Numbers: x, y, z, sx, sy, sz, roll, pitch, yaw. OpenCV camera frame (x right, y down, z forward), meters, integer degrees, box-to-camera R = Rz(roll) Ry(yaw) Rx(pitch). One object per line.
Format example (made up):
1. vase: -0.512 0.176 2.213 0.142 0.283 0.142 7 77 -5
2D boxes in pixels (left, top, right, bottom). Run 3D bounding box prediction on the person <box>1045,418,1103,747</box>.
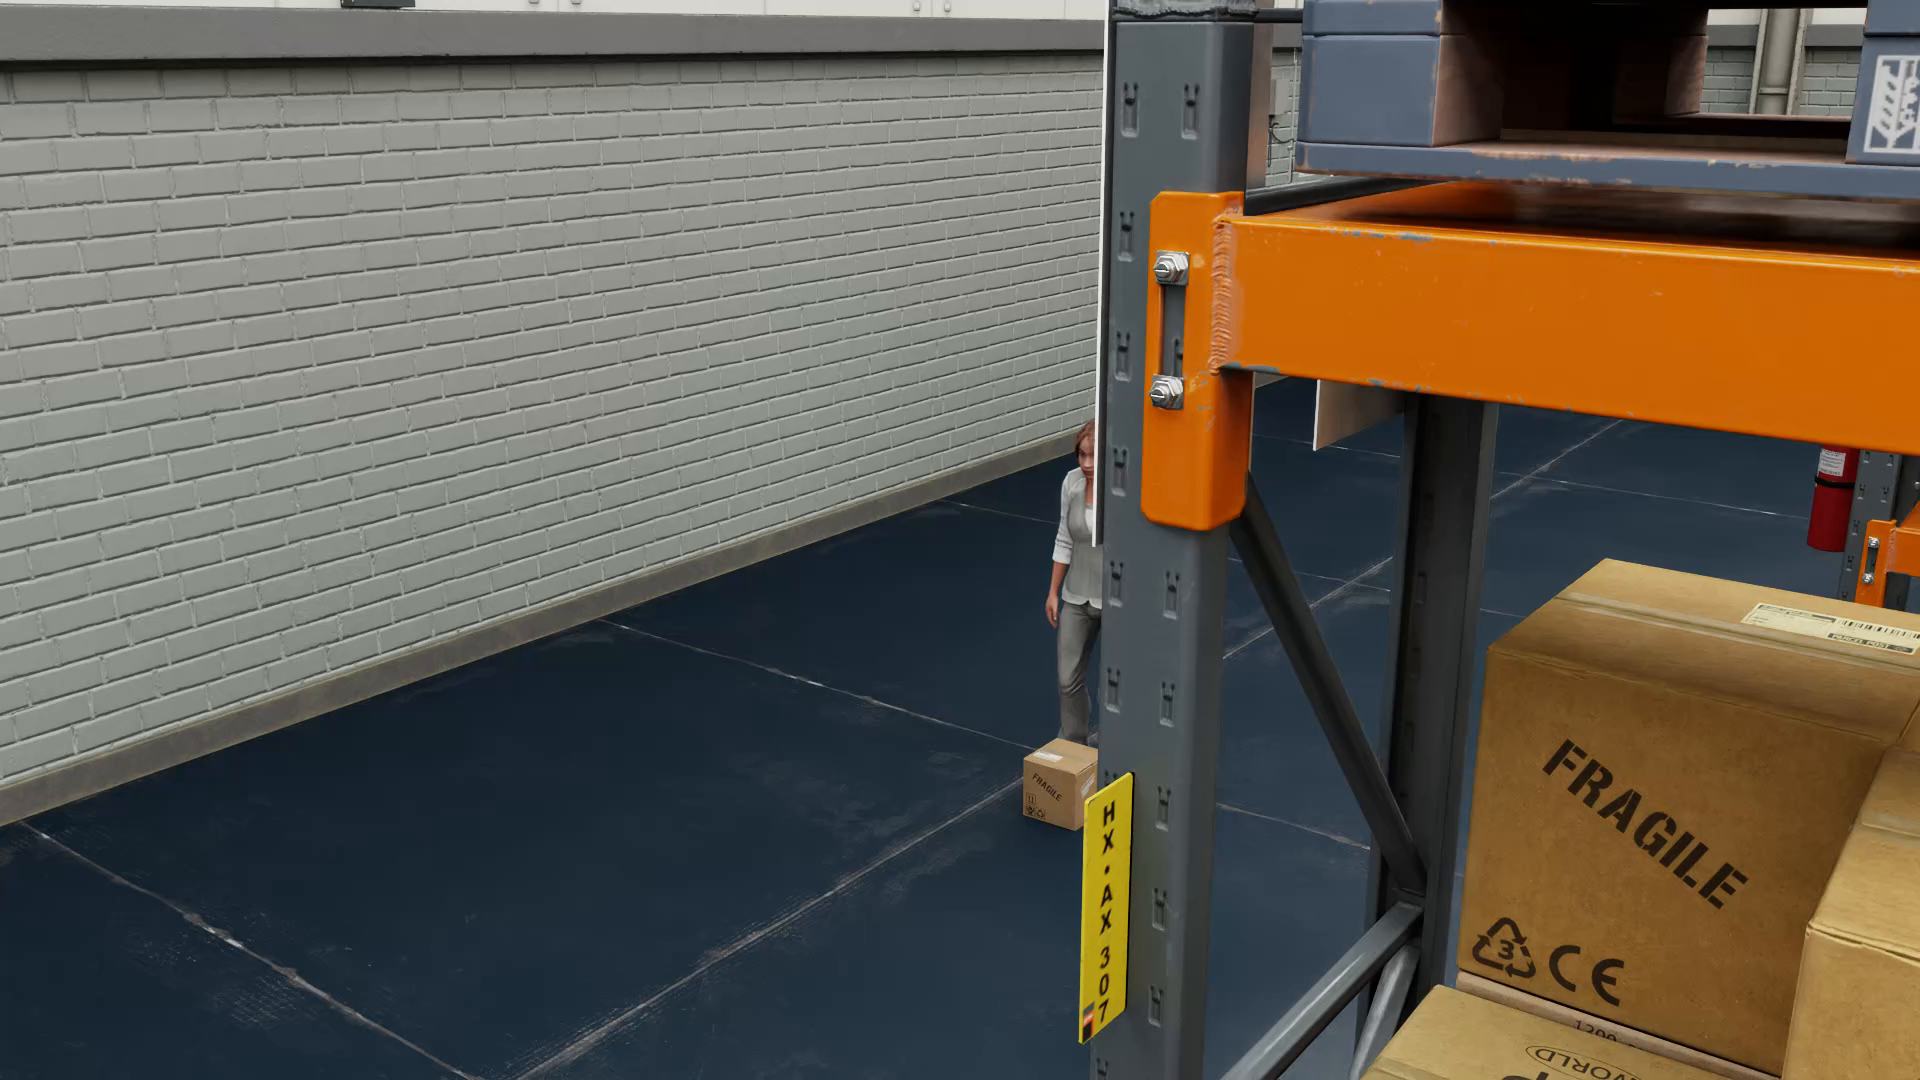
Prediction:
1. person: 0.554 0.278 6.639 0.472 1.593 0.366 12 20 34
